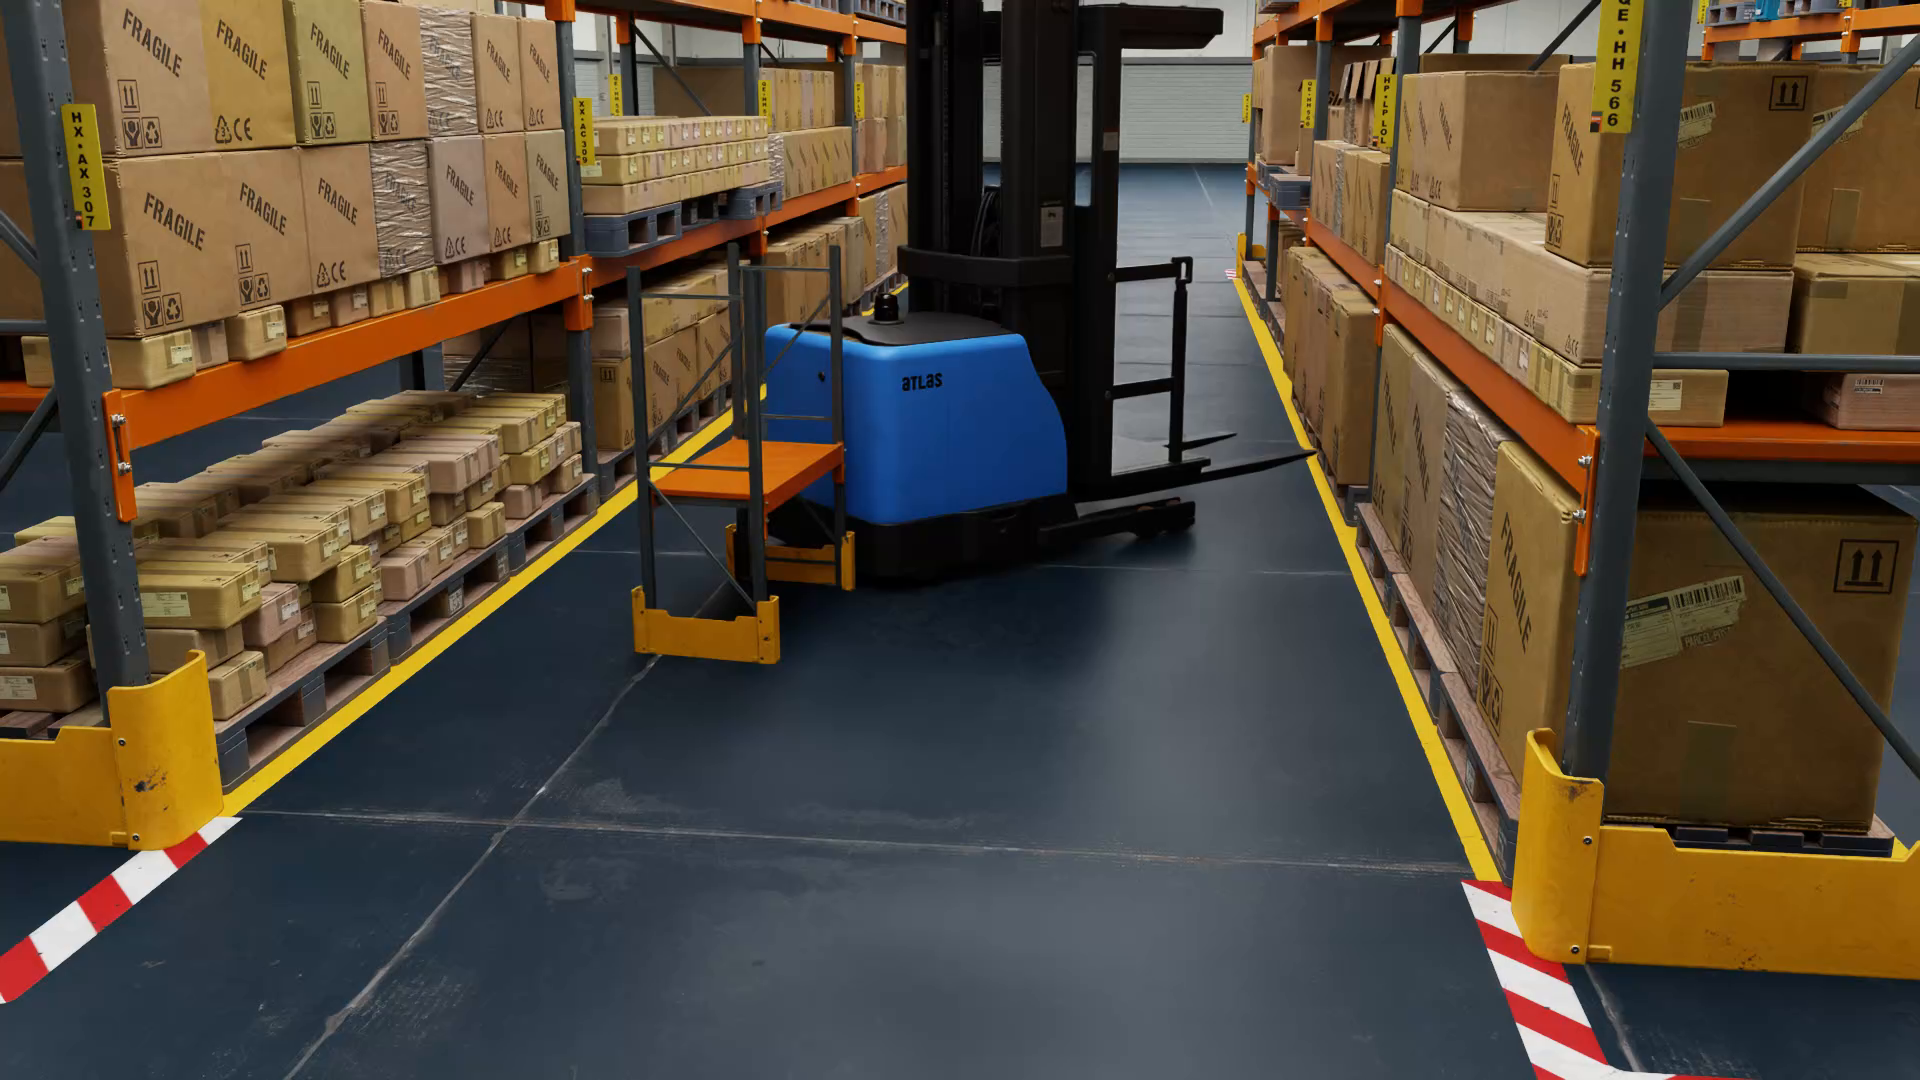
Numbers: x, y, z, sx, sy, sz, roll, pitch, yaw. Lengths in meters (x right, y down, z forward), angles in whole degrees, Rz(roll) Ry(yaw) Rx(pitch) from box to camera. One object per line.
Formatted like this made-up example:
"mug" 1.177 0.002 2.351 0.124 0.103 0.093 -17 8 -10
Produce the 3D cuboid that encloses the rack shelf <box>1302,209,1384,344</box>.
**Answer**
"rack shelf" 2.733 -1.622 9.793 1.077 0.370 4.000 2 15 6

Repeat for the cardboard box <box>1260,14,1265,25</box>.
"cardboard box" 3.439 -5.559 17.515 0.500 0.250 0.500 2 15 6

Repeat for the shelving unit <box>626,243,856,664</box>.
"shelving unit" -0.872 -0.401 6.771 0.587 1.500 1.083 4 16 13

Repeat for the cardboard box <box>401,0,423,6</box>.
"cardboard box" -5.996 -5.706 17.490 0.500 0.250 0.500 2 15 7

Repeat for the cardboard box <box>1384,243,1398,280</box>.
"cardboard box" 2.144 -1.263 7.566 0.380 0.149 0.250 2 15 6

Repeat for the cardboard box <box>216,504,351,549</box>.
"cardboard box" -2.451 -0.029 6.039 0.380 0.149 0.250 1 15 4

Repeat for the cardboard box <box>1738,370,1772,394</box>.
"cardboard box" 2.480 -0.507 4.773 0.380 0.149 0.250 1 15 5

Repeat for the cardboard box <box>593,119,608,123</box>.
"cardboard box" -2.381 -2.509 10.233 0.380 0.149 0.250 1 15 5

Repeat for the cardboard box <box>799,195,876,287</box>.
"cardboard box" -1.366 -3.036 16.910 0.875 0.875 0.875 2 15 7

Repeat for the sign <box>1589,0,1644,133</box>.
"sign" 1.519 -1.106 3.835 0.100 0.325 0.005 2 15 6

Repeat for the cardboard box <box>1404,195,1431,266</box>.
"cardboard box" 2.133 -1.279 6.863 0.500 0.250 0.500 2 15 6

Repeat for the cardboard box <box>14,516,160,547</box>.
"cardboard box" -3.064 0.021 5.853 0.380 0.149 0.250 1 15 5

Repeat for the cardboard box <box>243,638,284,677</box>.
"cardboard box" -2.535 0.391 5.626 0.380 0.149 0.250 2 15 6

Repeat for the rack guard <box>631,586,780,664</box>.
"rack guard" -0.989 0.329 6.467 0.587 0.250 0.087 4 16 13

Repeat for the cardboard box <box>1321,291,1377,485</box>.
"cardboard box" 2.560 -0.794 8.619 1.225 0.875 0.875 2 15 6

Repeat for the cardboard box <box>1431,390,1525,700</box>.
"cardboard box" 2.152 0.005 5.662 0.875 0.875 0.875 2 15 6

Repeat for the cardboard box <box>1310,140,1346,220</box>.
"cardboard box" 2.634 -2.418 11.168 0.500 0.500 0.500 2 15 8

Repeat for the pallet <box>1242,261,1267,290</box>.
"pallet" 3.727 -2.988 18.807 1.003 0.211 1.213 2 15 6

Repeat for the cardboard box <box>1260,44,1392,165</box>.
"cardboard box" 3.182 -3.816 14.574 1.000 1.000 1.000 2 15 7

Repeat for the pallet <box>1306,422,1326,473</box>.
"pallet" 2.655 -0.624 10.067 1.003 0.211 1.213 2 15 6

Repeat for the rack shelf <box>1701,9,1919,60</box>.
"rack shelf" 8.558 -4.999 16.535 1.077 0.370 4.000 2 15 6

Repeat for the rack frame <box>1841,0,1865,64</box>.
"rack frame" 8.332 -3.380 14.915 1.000 3.000 0.127 2 15 6

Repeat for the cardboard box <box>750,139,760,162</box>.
"cardboard box" -1.589 -2.675 11.414 0.380 0.149 0.250 2 15 8

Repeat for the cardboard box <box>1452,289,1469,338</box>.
"cardboard box" 1.942 -0.791 5.821 0.380 0.149 0.250 2 15 7

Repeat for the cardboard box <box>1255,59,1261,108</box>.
"cardboard box" 3.411 -4.844 17.652 0.500 0.500 0.500 2 15 6

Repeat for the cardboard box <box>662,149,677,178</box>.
"cardboard box" -1.823 -2.138 9.431 0.380 0.149 0.250 1 15 4

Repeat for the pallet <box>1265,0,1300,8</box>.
"pallet" 3.121 -4.457 13.511 1.213 0.211 1.003 2 15 6

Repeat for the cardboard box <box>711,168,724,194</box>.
"cardboard box" -1.707 -2.268 10.480 0.380 0.149 0.250 2 15 8

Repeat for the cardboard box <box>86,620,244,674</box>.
"cardboard box" -2.546 0.316 5.334 0.380 0.149 0.250 2 15 9

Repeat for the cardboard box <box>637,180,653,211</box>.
"cardboard box" -1.882 -1.865 8.990 0.380 0.149 0.250 2 15 7

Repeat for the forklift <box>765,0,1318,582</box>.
"forklift" 0.554 -1.517 8.156 3.031 2.935 1.130 -11 19 -36

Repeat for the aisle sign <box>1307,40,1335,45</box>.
"aisle sign" 4.167 -5.825 18.978 0.394 0.787 0.004 2 15 6

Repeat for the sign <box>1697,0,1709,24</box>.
"sign" 8.237 -5.887 18.423 0.100 0.325 0.005 2 15 6

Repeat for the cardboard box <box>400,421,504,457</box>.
"cardboard box" -2.308 -0.440 7.559 0.380 0.149 0.250 2 15 8

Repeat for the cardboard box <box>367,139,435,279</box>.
"cardboard box" -2.381 -1.284 6.404 0.500 0.500 0.500 1 15 5

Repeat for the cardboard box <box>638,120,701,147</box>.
"cardboard box" -1.763 -2.416 9.886 0.380 0.149 0.250 2 15 8

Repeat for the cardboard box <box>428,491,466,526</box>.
"cardboard box" -2.345 -0.164 7.109 0.380 0.149 0.250 1 15 4

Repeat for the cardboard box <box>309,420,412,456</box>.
"cardboard box" -2.730 -0.449 7.592 0.380 0.149 0.250 1 15 5

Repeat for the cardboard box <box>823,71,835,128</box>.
"cardboard box" -1.557 -4.100 15.471 0.700 0.500 0.500 1 15 5

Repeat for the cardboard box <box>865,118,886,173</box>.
"cardboard box" -1.259 -4.146 17.462 0.875 0.550 0.550 2 15 6

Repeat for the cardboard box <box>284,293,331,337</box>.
"cardboard box" -2.479 -0.815 5.911 0.380 0.149 0.250 2 15 6

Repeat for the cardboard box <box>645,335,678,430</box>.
"cardboard box" -2.004 -0.940 9.877 0.500 0.500 0.500 2 15 9

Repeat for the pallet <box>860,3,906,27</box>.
"pallet" -1.128 -5.948 18.835 1.003 0.211 1.213 2 15 6

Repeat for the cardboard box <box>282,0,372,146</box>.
"cardboard box" -2.414 -1.634 5.782 0.500 0.500 0.500 1 15 5

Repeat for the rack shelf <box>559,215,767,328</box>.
"rack shelf" -2.183 -1.795 10.430 1.077 0.370 4.000 2 15 6

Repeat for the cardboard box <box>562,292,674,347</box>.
"cardboard box" -2.006 -1.303 9.783 0.500 0.250 0.500 2 15 8

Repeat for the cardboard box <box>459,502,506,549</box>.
"cardboard box" -2.231 -0.069 7.329 0.380 0.149 0.250 2 15 6

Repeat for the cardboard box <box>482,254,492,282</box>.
"cardboard box" -2.316 -1.218 7.403 0.380 0.149 0.250 1 15 5

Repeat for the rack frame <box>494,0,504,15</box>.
"rack frame" -5.985 -7.751 19.587 1.000 3.000 0.127 2 15 6

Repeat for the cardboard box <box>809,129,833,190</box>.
"cardboard box" -1.414 -3.341 14.579 0.500 0.500 0.500 2 15 7
